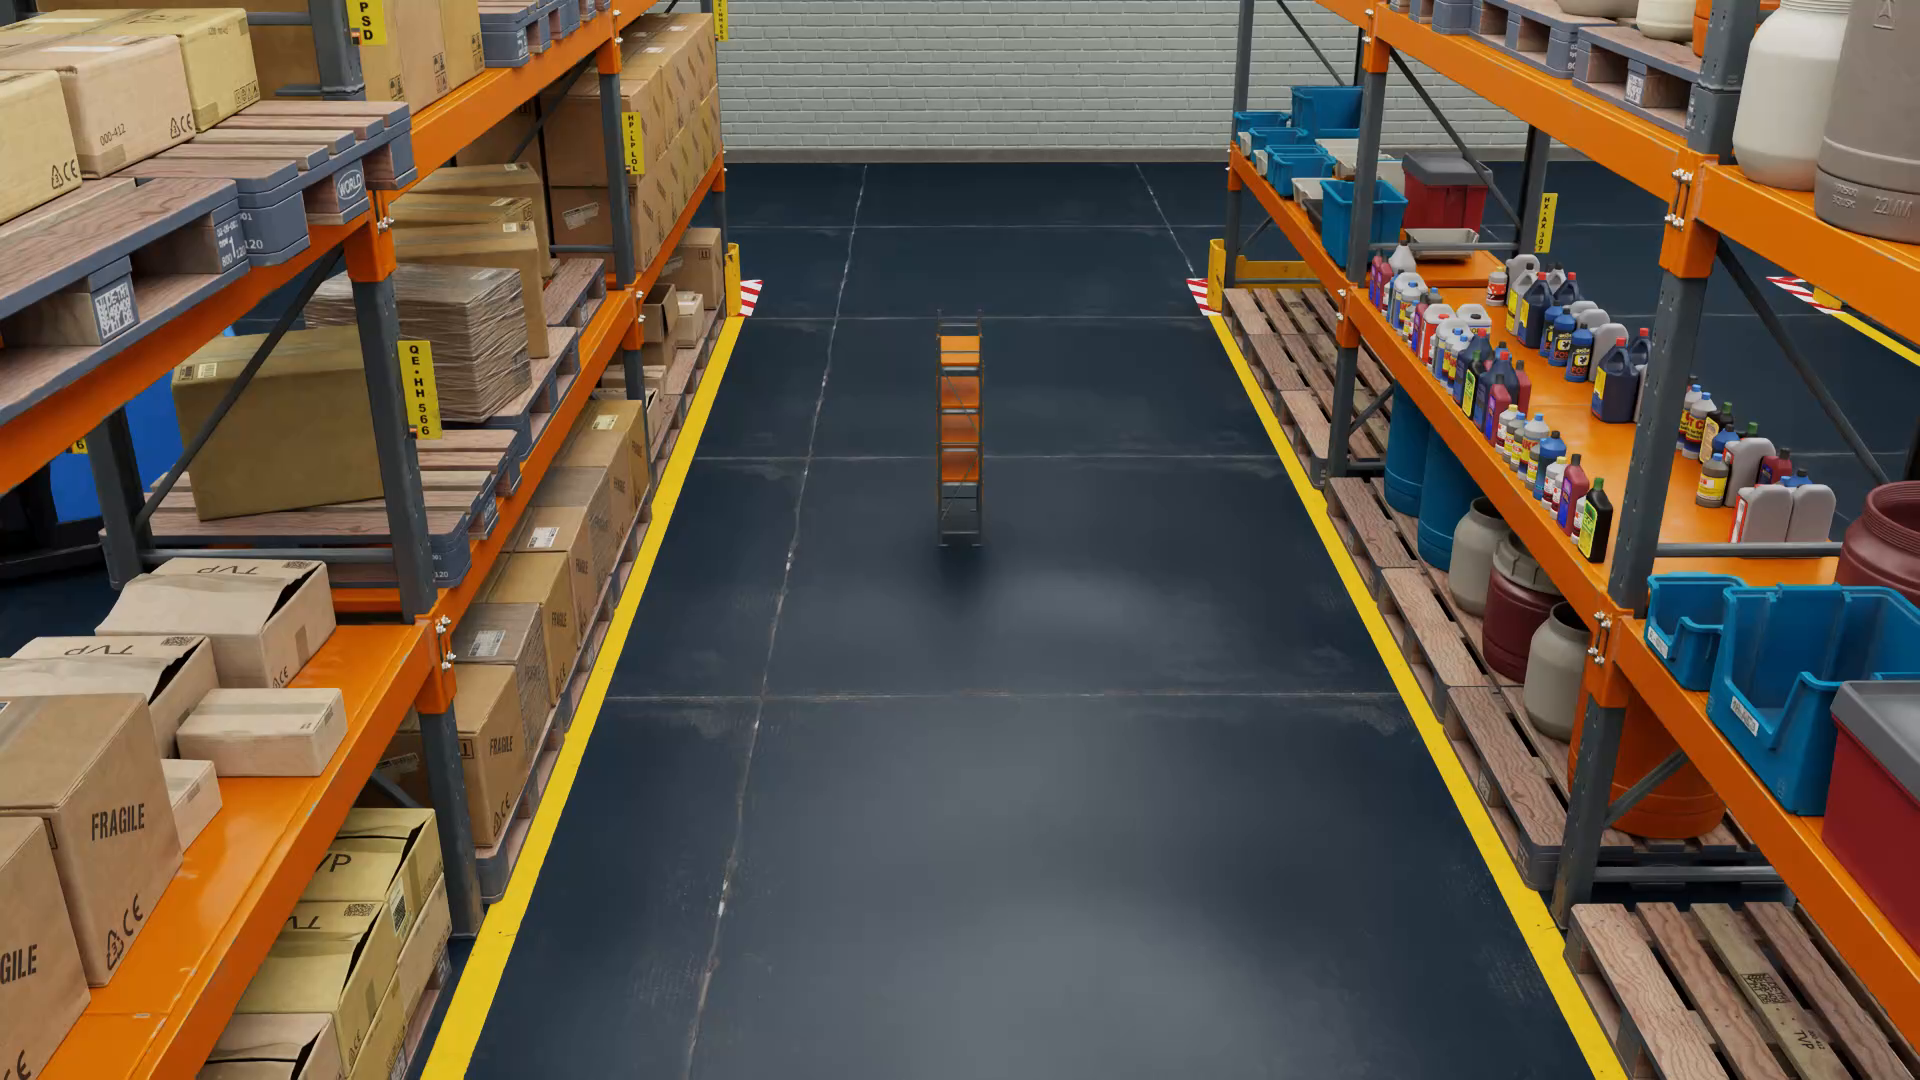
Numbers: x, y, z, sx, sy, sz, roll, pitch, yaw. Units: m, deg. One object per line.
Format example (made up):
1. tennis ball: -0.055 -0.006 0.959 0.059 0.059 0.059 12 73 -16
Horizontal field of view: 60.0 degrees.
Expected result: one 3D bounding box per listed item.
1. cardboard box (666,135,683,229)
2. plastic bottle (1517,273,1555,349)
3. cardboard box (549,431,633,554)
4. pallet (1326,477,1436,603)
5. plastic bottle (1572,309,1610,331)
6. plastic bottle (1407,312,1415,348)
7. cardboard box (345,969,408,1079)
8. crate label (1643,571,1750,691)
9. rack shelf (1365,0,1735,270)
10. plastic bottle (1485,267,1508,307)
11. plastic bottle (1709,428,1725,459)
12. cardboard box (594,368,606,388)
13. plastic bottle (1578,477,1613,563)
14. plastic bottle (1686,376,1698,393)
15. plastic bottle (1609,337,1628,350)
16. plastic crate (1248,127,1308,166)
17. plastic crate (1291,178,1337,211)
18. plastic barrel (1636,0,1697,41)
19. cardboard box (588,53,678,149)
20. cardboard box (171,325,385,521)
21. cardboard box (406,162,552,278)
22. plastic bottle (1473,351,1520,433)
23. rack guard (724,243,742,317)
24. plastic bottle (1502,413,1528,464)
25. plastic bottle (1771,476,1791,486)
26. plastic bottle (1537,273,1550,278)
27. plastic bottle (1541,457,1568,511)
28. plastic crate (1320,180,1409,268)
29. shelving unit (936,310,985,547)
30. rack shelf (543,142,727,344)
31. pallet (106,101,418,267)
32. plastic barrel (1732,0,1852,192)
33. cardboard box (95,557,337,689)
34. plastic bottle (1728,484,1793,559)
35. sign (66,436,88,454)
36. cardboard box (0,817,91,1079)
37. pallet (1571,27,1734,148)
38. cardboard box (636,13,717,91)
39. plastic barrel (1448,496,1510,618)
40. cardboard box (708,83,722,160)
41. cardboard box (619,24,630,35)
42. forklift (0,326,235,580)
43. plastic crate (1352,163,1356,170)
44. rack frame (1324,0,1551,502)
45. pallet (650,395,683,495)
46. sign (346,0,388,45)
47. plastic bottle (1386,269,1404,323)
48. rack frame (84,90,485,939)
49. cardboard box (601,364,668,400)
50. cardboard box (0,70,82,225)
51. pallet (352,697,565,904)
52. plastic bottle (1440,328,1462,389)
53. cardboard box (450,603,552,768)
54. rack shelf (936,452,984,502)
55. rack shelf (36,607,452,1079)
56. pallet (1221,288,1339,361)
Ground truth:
1. cardboard box: -2.047 -2.262 10.490 0.500 0.500 0.500 0 24 -1
2. plastic bottle: 2.846 -1.132 8.173 0.144 0.351 0.185 0 24 -1
3. cardboard box: -2.013 -0.244 8.649 0.500 0.500 0.500 0 24 0
4. pallet: 2.618 -0.020 9.038 1.003 0.211 1.213 0 24 -1
5. plastic bottle: 2.990 -0.978 7.922 0.152 0.276 0.135 0 24 -1
6. plastic bottle: 2.255 -1.047 8.166 0.097 0.201 0.097 0 24 0
7. cardboard box: -1.999 1.550 5.011 0.500 0.250 0.500 -1 24 -1
8. crate label: 2.325 0.291 5.170 0.303 0.233 0.416 0 24 -1
9. rack shelf: 2.673 -1.824 6.875 1.077 0.370 4.000 0 24 -1
10. plastic bottle: 2.854 -1.349 8.834 0.097 0.201 0.097 0 24 0
11. plastic bottle: 3.033 -0.343 6.610 0.097 0.201 0.097 0 24 0
12. cardboard box: -2.600 -1.106 10.784 0.500 0.311 0.500 0 24 -1
13. plastic bottle: 2.264 -0.072 5.911 0.061 0.283 0.133 0 24 -1
14. plastic bottle: 3.046 -0.564 6.998 0.061 0.283 0.133 0 24 -1
15. plastic bottle: 2.961 -0.777 7.484 0.097 0.271 0.097 0 24 0
16. plastic crate: 2.288 -2.834 12.006 0.416 0.233 0.300 0 24 -1
17. plastic crate: 2.332 -2.232 10.793 0.293 0.136 0.466 0 24 -1
18. plastic barrel: 2.537 -1.897 5.822 0.301 0.262 0.301 0 24 0
19. cardboard box: -2.037 -2.709 10.265 0.500 0.500 0.500 -1 24 -2
20. cardboard box: -2.378 -0.436 5.943 0.700 0.500 0.500 -9 26 -18
21. cardboard box: -2.520 -1.629 8.580 0.700 0.500 0.500 -9 26 -18
22. plastic bottle: 2.291 -0.640 7.084 0.144 0.351 0.185 0 24 -1
23. rack guard: -2.345 -2.066 13.212 1.175 0.500 0.348 0 24 -1
24. plastic bottle: 2.272 -0.418 6.776 0.097 0.201 0.097 0 24 0
25. plastic bottle: 3.038 -0.138 6.156 0.097 0.201 0.097 0 24 0
26. plastic bottle: 2.983 -1.241 8.504 0.152 0.276 0.135 0 24 -1
27. plastic bottle: 2.277 -0.218 6.332 0.097 0.201 0.097 0 24 0
28. plastic crate: 2.305 -1.820 9.580 0.392 0.384 0.575 0 24 -1
29. shelving unit: -0.002 -0.615 9.154 0.258 1.200 0.503 0 24 -1
30. rack shelf: -2.324 -2.084 11.092 1.077 0.370 4.000 0 24 -1
31. pallet: -2.161 -0.941 4.280 1.213 0.211 1.003 1 24 2
32. plastic barrel: 2.392 -1.249 4.596 0.421 0.512 0.421 0 24 0
33. cardboard box: -2.298 0.251 5.164 0.500 0.311 0.500 1 24 3
34. plastic bottle: 2.861 -0.083 5.944 0.152 0.276 0.135 0 24 -1
35. sign: -2.801 -0.425 5.241 0.100 0.325 0.005 0 24 -1
36. cardboard box: -2.218 0.923 3.448 0.500 0.500 0.500 0 24 0
37. pallet: 2.784 -1.557 5.642 1.003 0.211 1.213 0 24 -1
38. cardboard box: -2.066 -3.555 12.136 0.500 0.500 0.500 0 24 -1
39. plastic barrel: 2.565 0.082 7.937 0.421 0.512 0.421 0 24 0
40. cardboard box: -2.068 -3.099 12.340 0.500 0.500 0.500 0 24 1
41. cardboard box: -2.591 -3.338 11.656 0.500 0.500 0.500 0 24 0
42. forklift: -5.355 -1.237 8.427 3.031 2.935 1.130 -13 27 -26
43. plastic crate: 2.835 -2.473 11.325 0.298 0.136 0.250 0 24 -1
44. rack frame: 2.651 -1.609 9.167 1.000 3.000 0.127 0 24 -1
45. pallet: -2.308 -0.600 10.322 1.003 0.211 1.213 0 24 -1
46. sign: -1.703 -1.577 4.734 0.100 0.325 0.005 0 24 -1
47. plastic bottle: 2.251 -1.255 8.540 0.097 0.271 0.097 0 24 0
48. rack frame: -2.258 0.060 5.477 1.000 3.000 0.127 0 24 -1
49. cardboard box: -2.110 -1.028 10.787 0.380 0.166 0.250 0 24 -1
50. cardboard box: -2.178 -0.791 3.392 0.500 0.250 0.500 -1 24 -2
51. pallet: -2.229 1.023 6.732 1.003 0.211 1.213 0 24 -1
52. plastic bottle: 2.262 -0.833 7.607 0.097 0.271 0.097 0 24 0
53. cardboard box: -1.989 0.594 6.796 0.500 0.500 0.500 -1 24 -2
54. rack shelf: -0.002 -0.373 9.263 0.258 0.148 0.480 0 24 -1
55. rack shelf: -2.236 1.212 3.803 1.077 0.370 4.000 0 24 -1
56. pallet: 2.578 -1.647 12.634 1.003 0.211 1.213 0 24 -1
